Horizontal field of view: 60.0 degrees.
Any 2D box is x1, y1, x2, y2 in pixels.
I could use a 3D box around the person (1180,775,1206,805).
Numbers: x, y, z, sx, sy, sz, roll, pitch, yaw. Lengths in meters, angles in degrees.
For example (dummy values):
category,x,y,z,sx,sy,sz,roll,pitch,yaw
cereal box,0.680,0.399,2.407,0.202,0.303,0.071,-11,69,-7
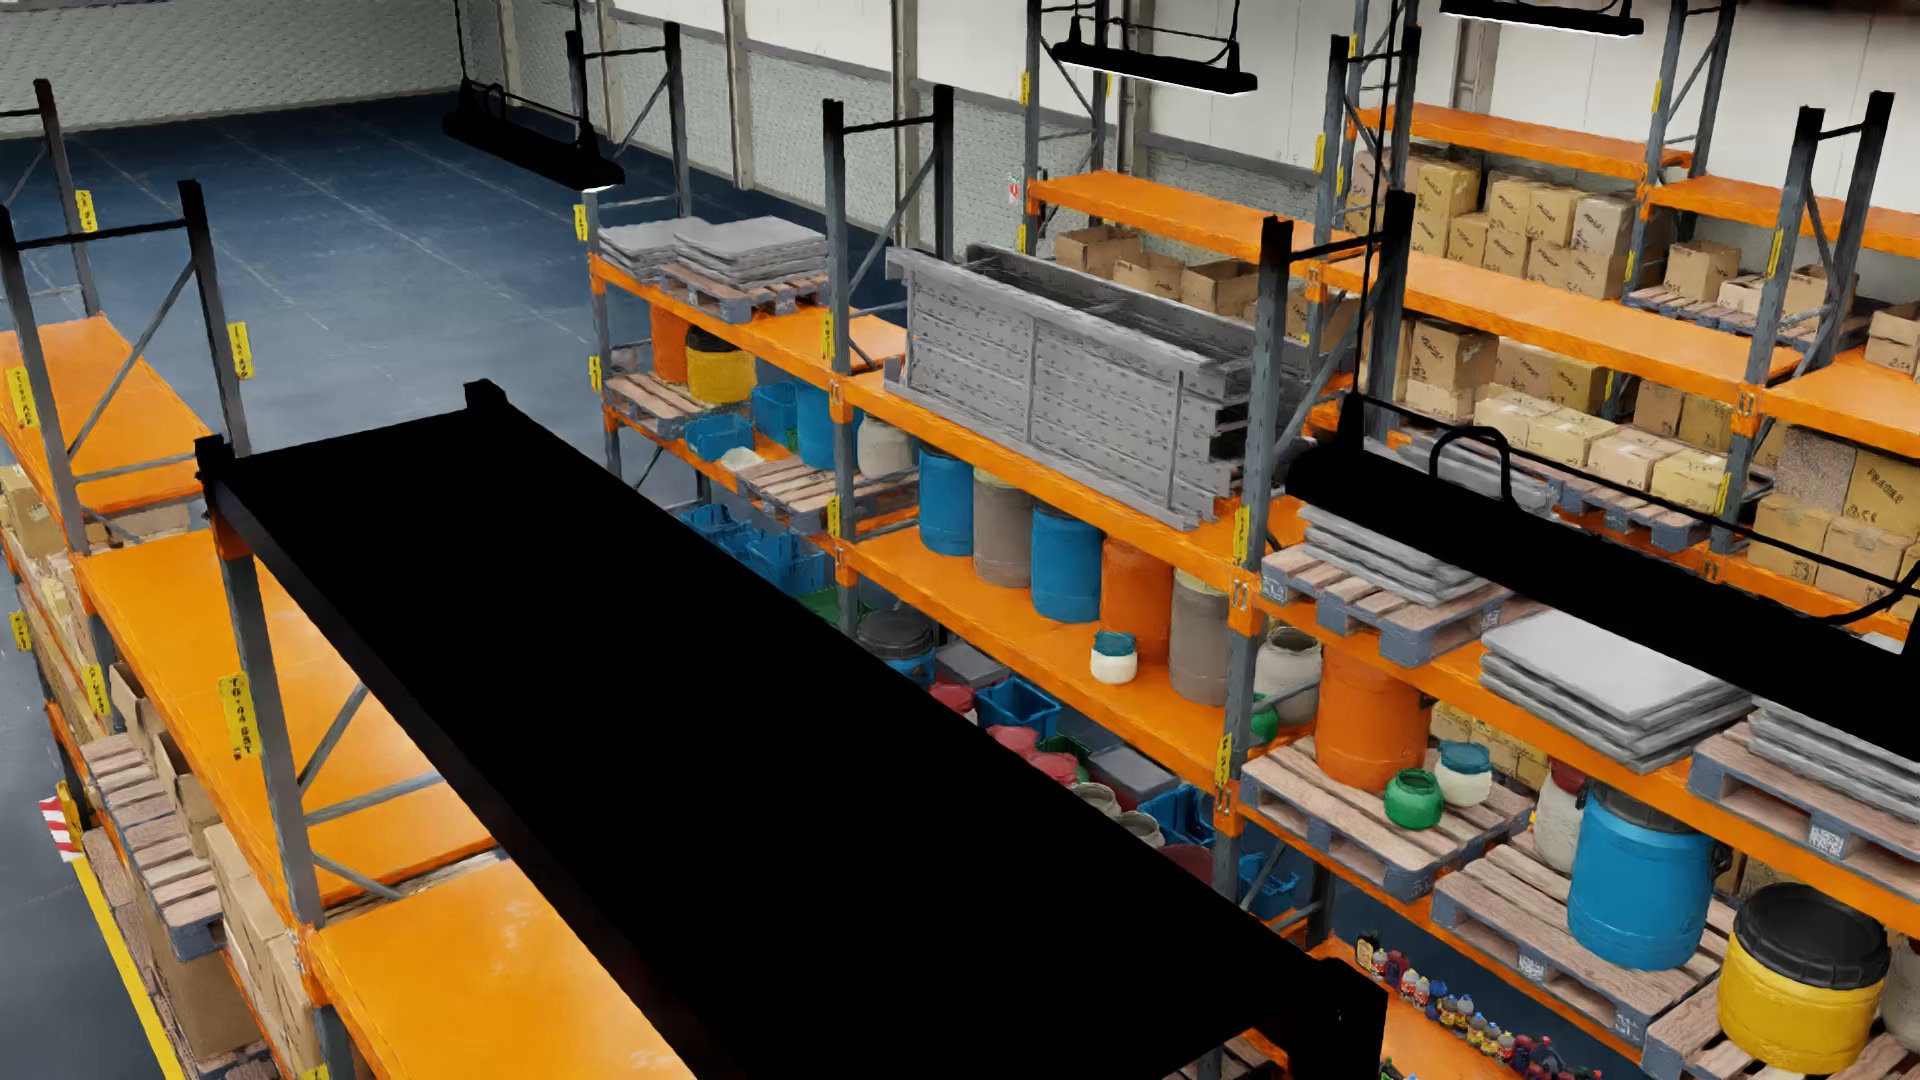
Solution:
category,x,y,z,sx,sy,sz,roll,pitch,yaw
person,1.709,1.902,12.887,0.682,1.676,0.535,-18,30,-34
